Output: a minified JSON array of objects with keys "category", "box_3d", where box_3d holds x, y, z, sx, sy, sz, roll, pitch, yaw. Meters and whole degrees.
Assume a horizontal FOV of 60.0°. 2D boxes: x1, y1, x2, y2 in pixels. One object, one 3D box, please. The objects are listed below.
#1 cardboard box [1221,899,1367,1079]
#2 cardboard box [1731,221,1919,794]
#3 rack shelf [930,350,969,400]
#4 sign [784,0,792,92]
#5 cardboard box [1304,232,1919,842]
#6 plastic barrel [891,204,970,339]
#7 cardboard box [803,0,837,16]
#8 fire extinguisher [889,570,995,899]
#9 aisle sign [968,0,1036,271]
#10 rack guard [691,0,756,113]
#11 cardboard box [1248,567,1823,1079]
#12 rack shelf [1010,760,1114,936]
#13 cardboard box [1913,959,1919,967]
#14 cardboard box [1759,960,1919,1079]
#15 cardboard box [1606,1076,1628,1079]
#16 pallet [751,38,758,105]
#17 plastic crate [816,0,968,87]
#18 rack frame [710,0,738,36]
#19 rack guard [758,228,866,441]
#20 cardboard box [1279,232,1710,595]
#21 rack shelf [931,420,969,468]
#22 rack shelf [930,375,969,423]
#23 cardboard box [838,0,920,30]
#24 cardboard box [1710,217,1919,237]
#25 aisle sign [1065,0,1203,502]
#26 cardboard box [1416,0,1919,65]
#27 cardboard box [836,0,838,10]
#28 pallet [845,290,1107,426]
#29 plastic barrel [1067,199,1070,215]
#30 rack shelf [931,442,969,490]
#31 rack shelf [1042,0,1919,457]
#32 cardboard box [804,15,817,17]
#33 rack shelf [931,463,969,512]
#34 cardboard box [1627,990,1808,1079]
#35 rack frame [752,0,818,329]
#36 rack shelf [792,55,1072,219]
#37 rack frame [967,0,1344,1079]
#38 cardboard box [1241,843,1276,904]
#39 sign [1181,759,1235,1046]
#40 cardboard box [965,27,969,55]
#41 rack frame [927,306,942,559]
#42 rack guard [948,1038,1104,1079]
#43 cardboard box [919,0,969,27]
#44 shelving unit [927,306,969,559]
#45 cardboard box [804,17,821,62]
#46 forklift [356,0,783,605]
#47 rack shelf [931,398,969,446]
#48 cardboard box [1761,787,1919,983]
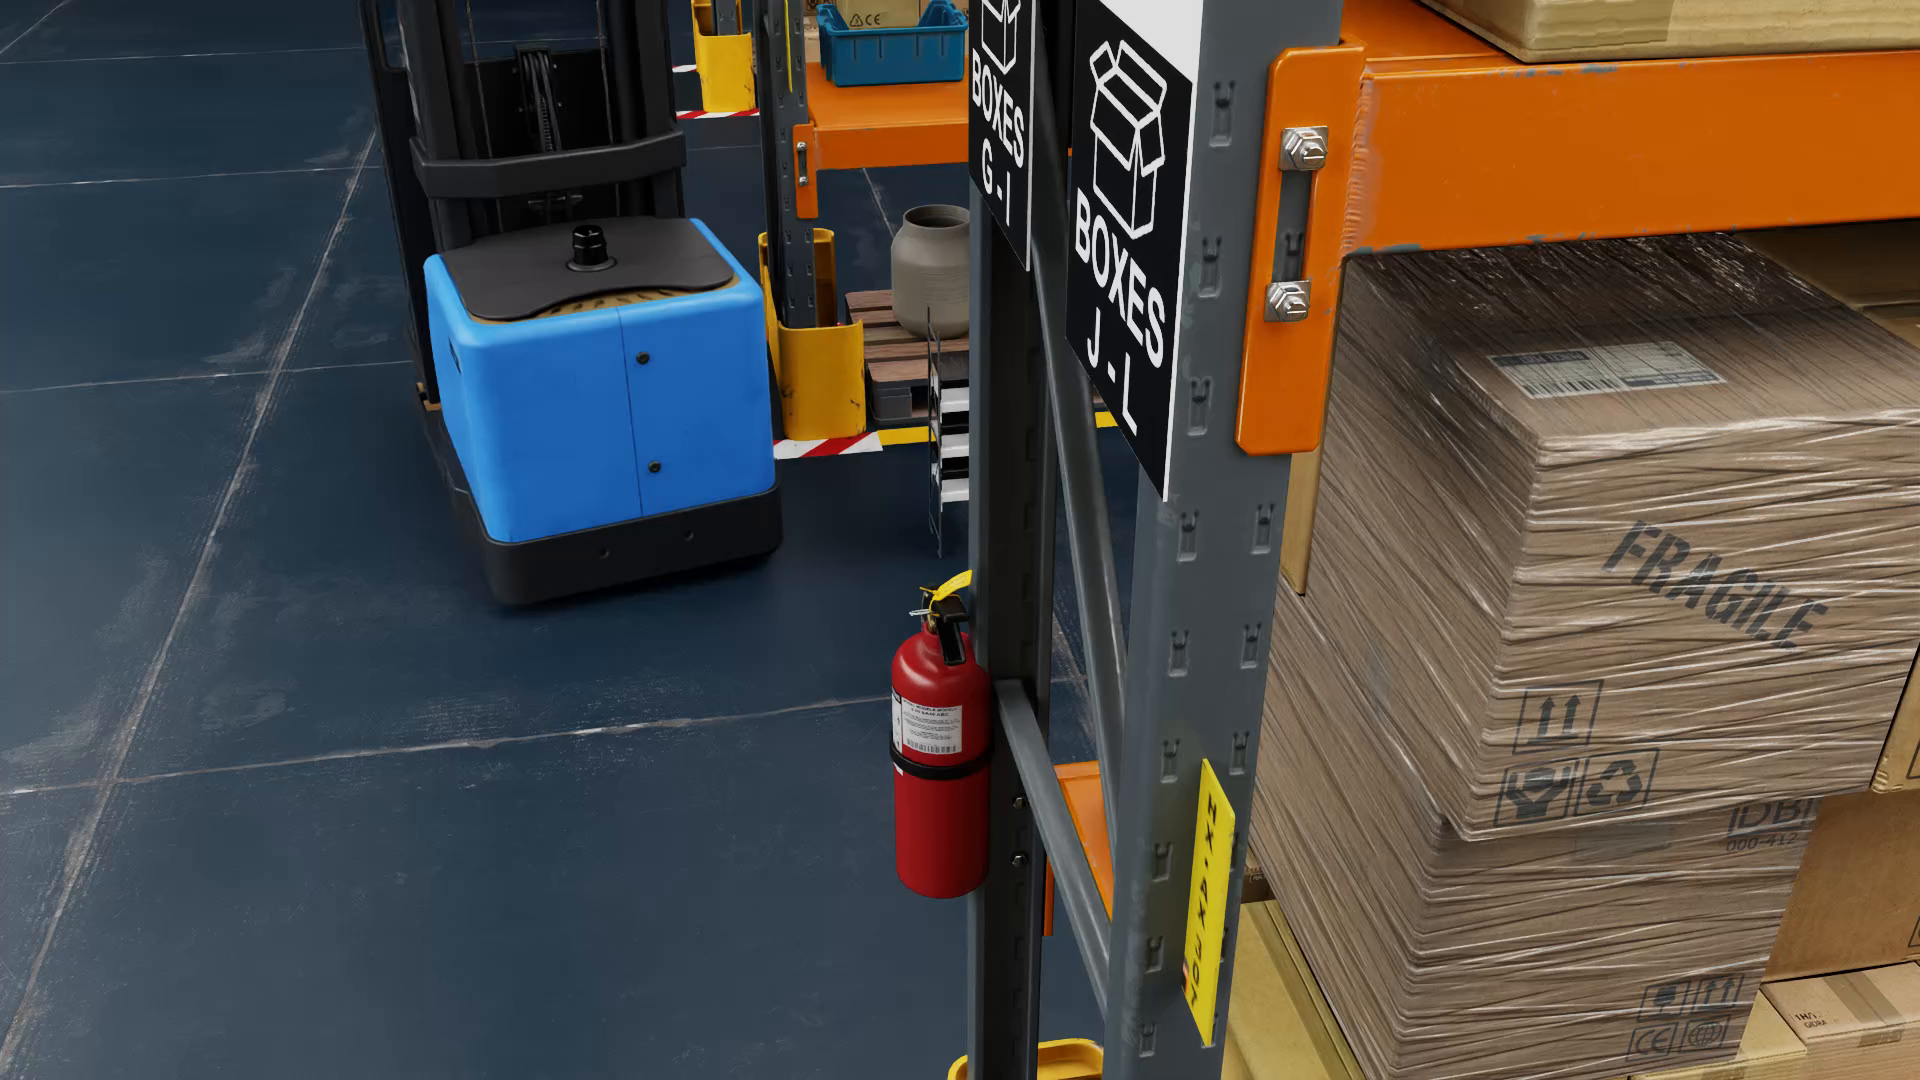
[{"category":"cardboard box","box_3d":[0.488,0.693,2.360,0.250,0.149,0.380,-5,31,-9]},{"category":"cardboard box","box_3d":[1.247,-0.067,2.026,0.500,0.500,0.500,-5,31,-9]},{"category":"rack shelf","box_3d":[0.008,-0.593,5.903,0.200,0.077,0.258,-5,31,-9]},{"category":"sign","box_3d":[-0.633,-1.822,6.117,0.005,0.325,0.100,-5,31,-9]},{"category":"cardboard box","box_3d":[0.754,-0.025,1.954,0.500,0.500,0.500,-5,31,-9]},{"category":"plastic barrel","box_3d":[-0.094,-1.184,7.345,0.421,0.512,0.421,0,30,0]},{"category":"cardboard box","box_3d":[-1.142,-3.964,11.591,0.500,0.500,0.500,-5,31,-9]},{"category":"fire extinguisher","box_3d":[-0.031,0.306,2.847,0.183,0.674,0.296,-5,31,-9]},{"category":"aisle sign","box_3d":[0.049,-0.773,2.040,0.004,0.787,0.394,-5,31,-9]},{"category":"rack guard","box_3d":[-1.640,-3.368,11.485,0.348,0.500,1.175,-5,31,-9]},{"category":"cardboard box","box_3d":[0.710,0.284,2.416,0.500,0.500,0.875,-5,31,-9]},{"category":"rack shelf","box_3d":[2.132,0.619,2.947,4.000,0.370,1.077,-5,31,-9]},{"category":"cardboard box","box_3d":[1.475,0.612,2.498,0.250,0.149,0.380,-5,31,-9]},{"category":"cardboard box","box_3d":[1.228,0.631,2.465,0.250,0.149,0.380,-5,31,-9]},{"category":"cardboard box","box_3d":[0.737,0.680,2.383,0.250,0.149,0.380,-5,31,-9]},{"category":"pallet","box_3d":[-0.872,-3.336,11.716,1.213,0.211,1.003,-5,31,-9]},{"category":"plastic crate","box_3d":[-0.289,-2.108,7.023,0.616,0.251,0.499,-5,31,-9]},{"category":"rack frame","box_3d":[-1.616,-4.448,10.855,0.127,3.000,1.000,-5,31,-9]},{"category":"rack guard","box_3d":[-0.662,-0.931,7.339,0.348,0.500,1.175,-5,31,-9]},{"category":"cardboard box","box_3d":[0.661,-0.284,2.395,0.500,0.500,0.500,-5,31,-9]},{"category":"rack shelf","box_3d":[0.008,-0.360,6.040,0.200,0.077,0.258,-5,31,-9]},{"category":"rack shelf","box_3d":[0.008,-0.515,5.949,0.200,0.077,0.258,-5,31,-9]},{"category":"cardboard box","box_3d":[-0.557,-3.751,11.229,0.500,0.500,0.500,-5,31,-9]},{"category":"cardboard box","box_3d":[1.152,-0.333,2.478,0.500,0.500,0.500,-5,31,-9]},{"category":"aisle sign","box_3d":[0.157,-0.474,1.531,0.004,0.787,0.394,-5,31,-9]},{"category":"cardboard box","box_3d":[0.685,-0.652,1.588,0.500,0.250,0.500,-4,31,-7]},{"category":"cardboard box","box_3d":[-0.652,-3.691,11.867,0.500,0.250,0.500,-5,31,-9]},{"category":"pallet","box_3d":[0.138,-0.878,7.534,1.213,0.211,1.003,-5,31,-9]},{"category":"plastic barrel","box_3d":[0.399,-1.230,7.423,0.421,0.512,0.421,0,30,0]},{"category":"rack shelf","box_3d":[0.008,-0.282,6.086,0.200,0.077,0.258,-5,31,-9]},{"category":"rack shelf","box_3d":[2.132,-0.674,2.187,4.000,0.370,1.077,-5,31,-9]},{"category":"cardboard box","box_3d":[-1.142,-3.640,11.779,0.500,0.250,0.500,-5,31,-9]},{"category":"rack shelf","box_3d":[0.008,-0.205,6.131,0.200,0.077,0.258,-5,31,-9]},{"category":"cardboard box","box_3d":[0.986,0.664,2.409,0.250,0.149,0.380,-5,31,-9]},{"category":"rack frame","box_3d":[-0.728,-1.978,6.654,0.127,3.000,1.000,-5,31,-9]},{"category":"rack shelf","box_3d":[1.239,-1.850,7.147,4.000,0.370,1.077,-5,31,-9]},{"category":"rack frame","box_3d":[0.165,0.493,2.452,0.053,2.616,0.949,-5,31,-9]},{"category":"cardboard box","box_3d":[0.407,0.471,2.737,0.250,0.149,0.380,-5,31,-9]},{"category":"sign","box_3d":[0.262,0.389,1.775,0.005,0.325,0.100,-5,31,-9]},{"category":"cardboard box","box_3d":[-0.066,-3.474,11.498,0.500,0.250,0.500,-5,31,-9]},{"category":"rack frame","box_3d":[-0.092,-0.379,6.007,0.006,0.900,0.240,-5,31,-9]},{"category":"rack guard","box_3d":[0.239,1.562,3.100,0.348,0.500,1.175,-5,31,-9]},{"category":"cardboard box","box_3d":[-0.068,-3.803,11.318,0.500,0.500,0.500,-5,31,-9]},{"category":"shelving unit","box_3d":[0.008,-0.389,6.023,0.210,0.900,0.258,-5,31,-9]},{"category":"cardboard box","box_3d":[-1.049,-3.381,11.340,0.500,0.250,0.500,-5,31,-9]},{"category":"forklift","box_3d":[-1.707,-1.770,6.369,1.130,2.935,3.031,-13,33,-20]},{"category":"rack shelf","box_3d":[0.008,-0.437,5.994,0.200,0.077,0.258,-5,31,-9]},{"category":"cardboard box","box_3d":[1.180,0.178,2.595,0.500,0.500,0.875,-5,31,-9]}]
